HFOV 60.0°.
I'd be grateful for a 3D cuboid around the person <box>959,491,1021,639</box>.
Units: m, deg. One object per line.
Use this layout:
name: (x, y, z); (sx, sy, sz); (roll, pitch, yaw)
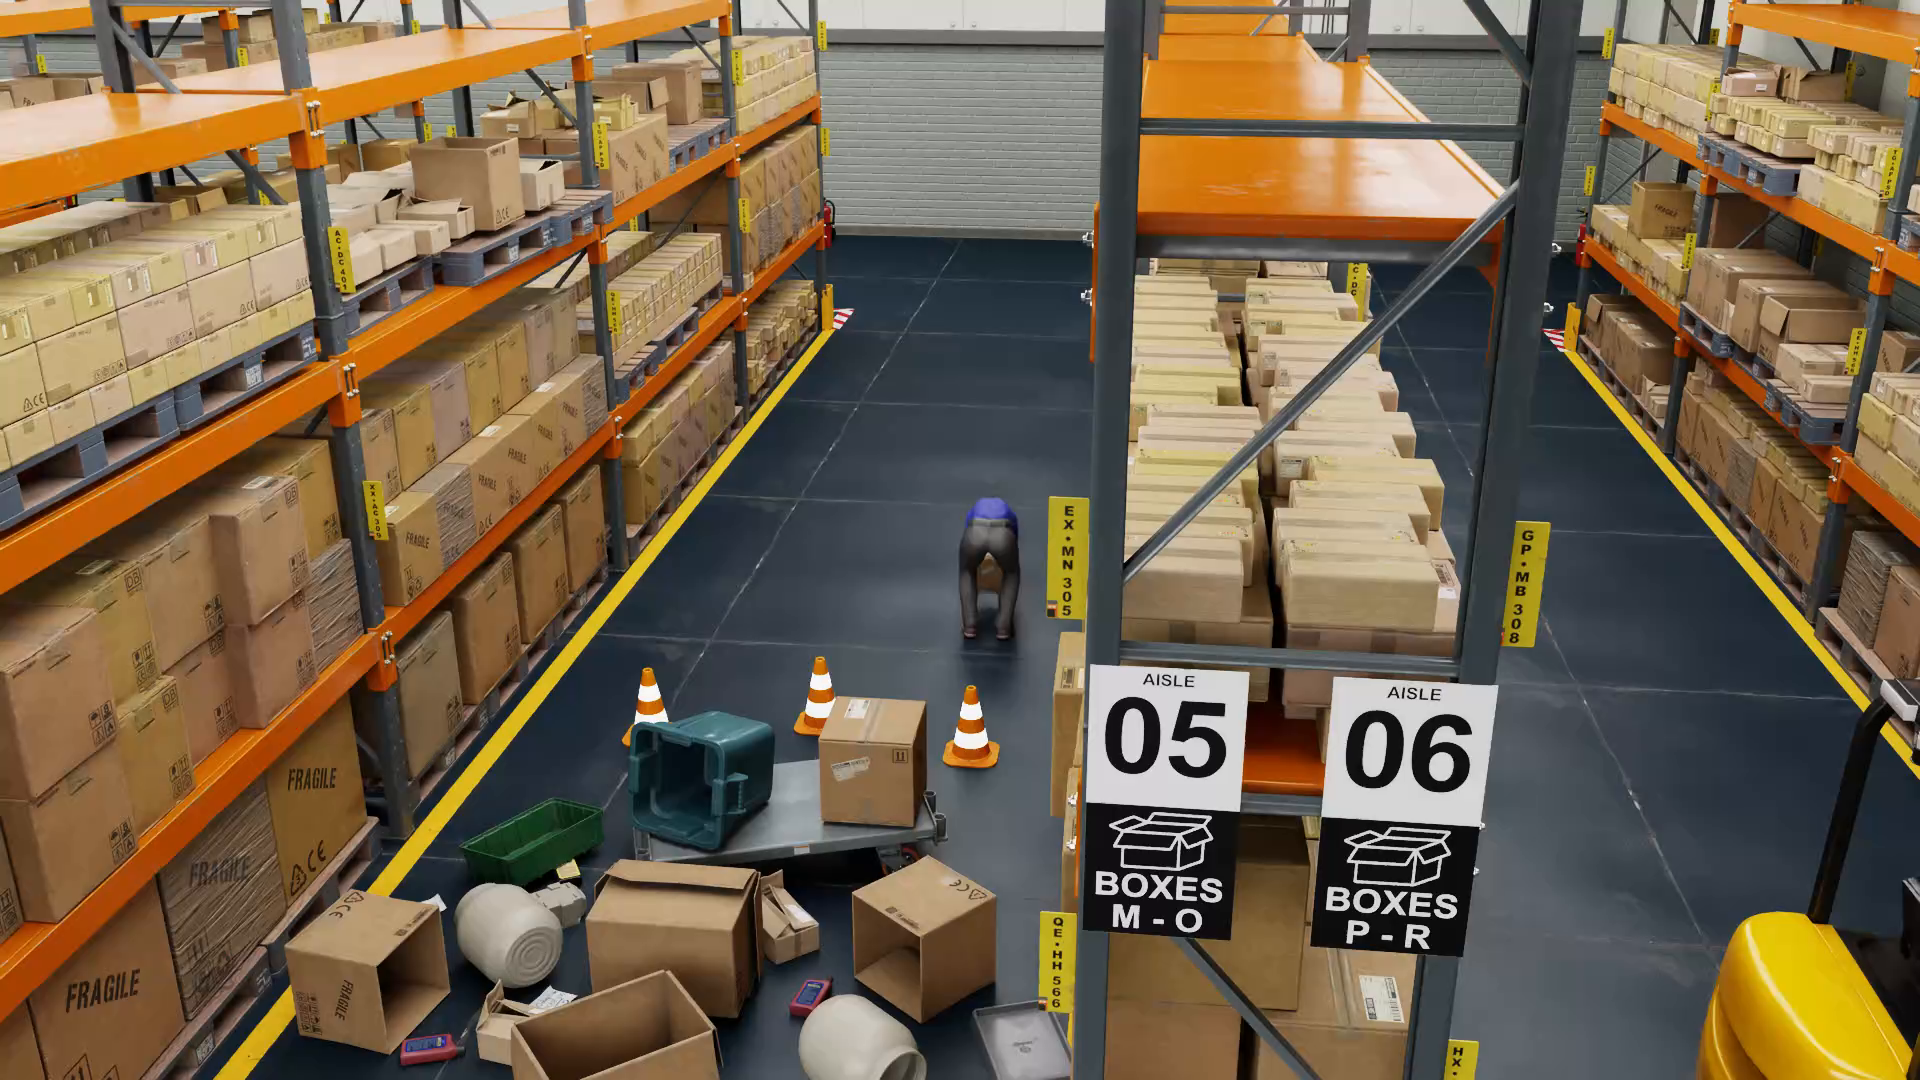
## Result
person: (0.221, 0.160, 12.053); (0.446, 0.953, 0.876); (2, 21, 4)
